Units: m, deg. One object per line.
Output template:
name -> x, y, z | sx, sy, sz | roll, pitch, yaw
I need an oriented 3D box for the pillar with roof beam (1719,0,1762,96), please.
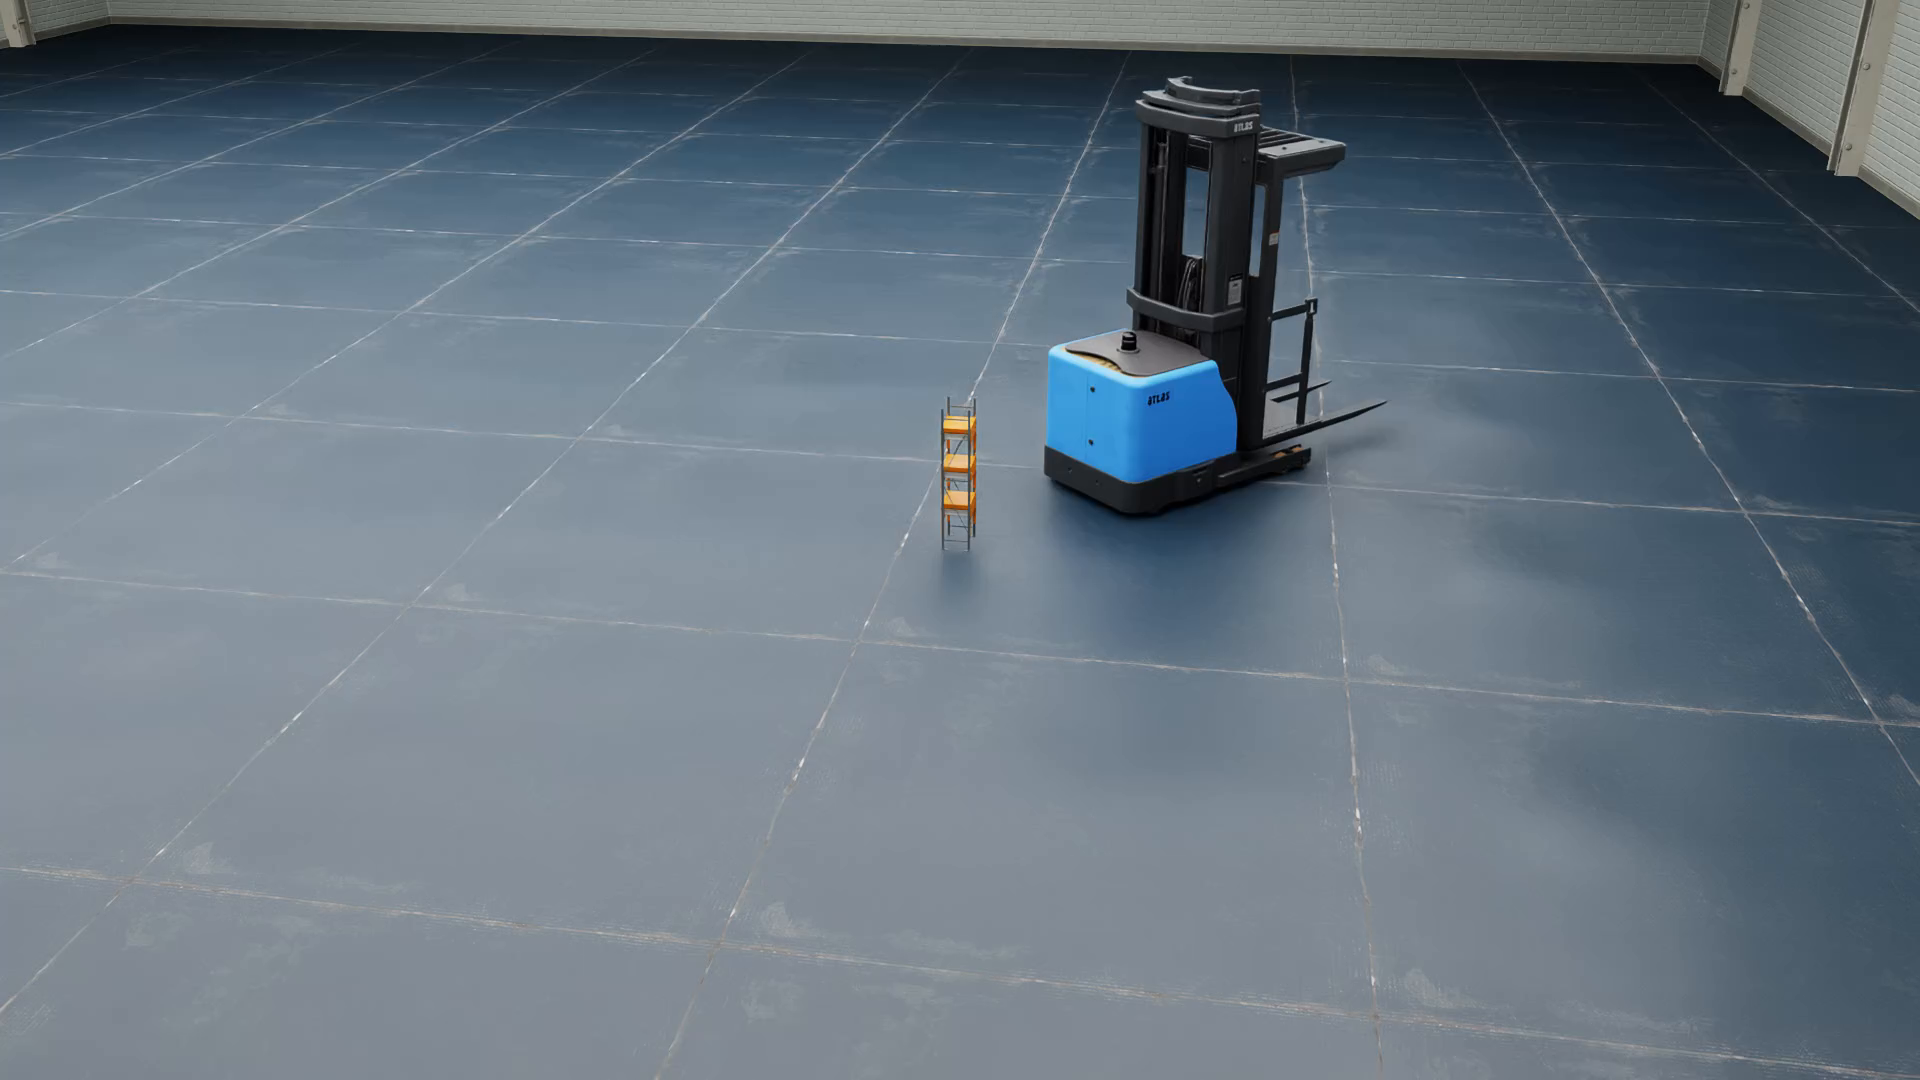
pillar with roof beam -> 8.593, -11.813, 26.418 | 9.100, 9.000, 0.400 | 4, 25, 9

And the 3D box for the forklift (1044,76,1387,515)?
forklift -> 2.121, -1.999, 12.607 | 3.031, 2.935, 1.130 | -18, 30, -33

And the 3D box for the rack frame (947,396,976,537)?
rack frame -> 0.011, -0.504, 11.633 | 0.200, 1.050, 0.008 | 4, 25, 9

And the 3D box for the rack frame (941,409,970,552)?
rack frame -> -0.029, -0.402, 11.415 | 0.200, 1.050, 0.008 | 4, 25, 9

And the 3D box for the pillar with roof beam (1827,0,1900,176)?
pillar with roof beam -> 7.613, -9.304, 21.057 | 9.100, 9.000, 0.400 | 4, 25, 9

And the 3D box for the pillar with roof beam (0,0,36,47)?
pillar with roof beam -> -13.989, -13.399, 29.806 | 9.100, 9.000, 0.400 | 4, 25, 9

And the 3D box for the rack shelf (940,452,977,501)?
rack shelf -> -0.009, -0.444, 11.528 | 0.215, 0.259, 0.240 | 4, 25, 9

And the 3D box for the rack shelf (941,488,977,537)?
rack shelf -> -0.009, -0.192, 11.646 | 0.215, 0.259, 0.240 | 4, 25, 9

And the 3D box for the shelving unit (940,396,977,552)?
shelving unit -> -0.009, -0.453, 11.524 | 0.215, 1.050, 0.252 | 4, 25, 9

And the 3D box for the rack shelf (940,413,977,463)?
rack shelf -> -0.009, -0.701, 11.408 | 0.215, 0.259, 0.240 | 4, 25, 9
